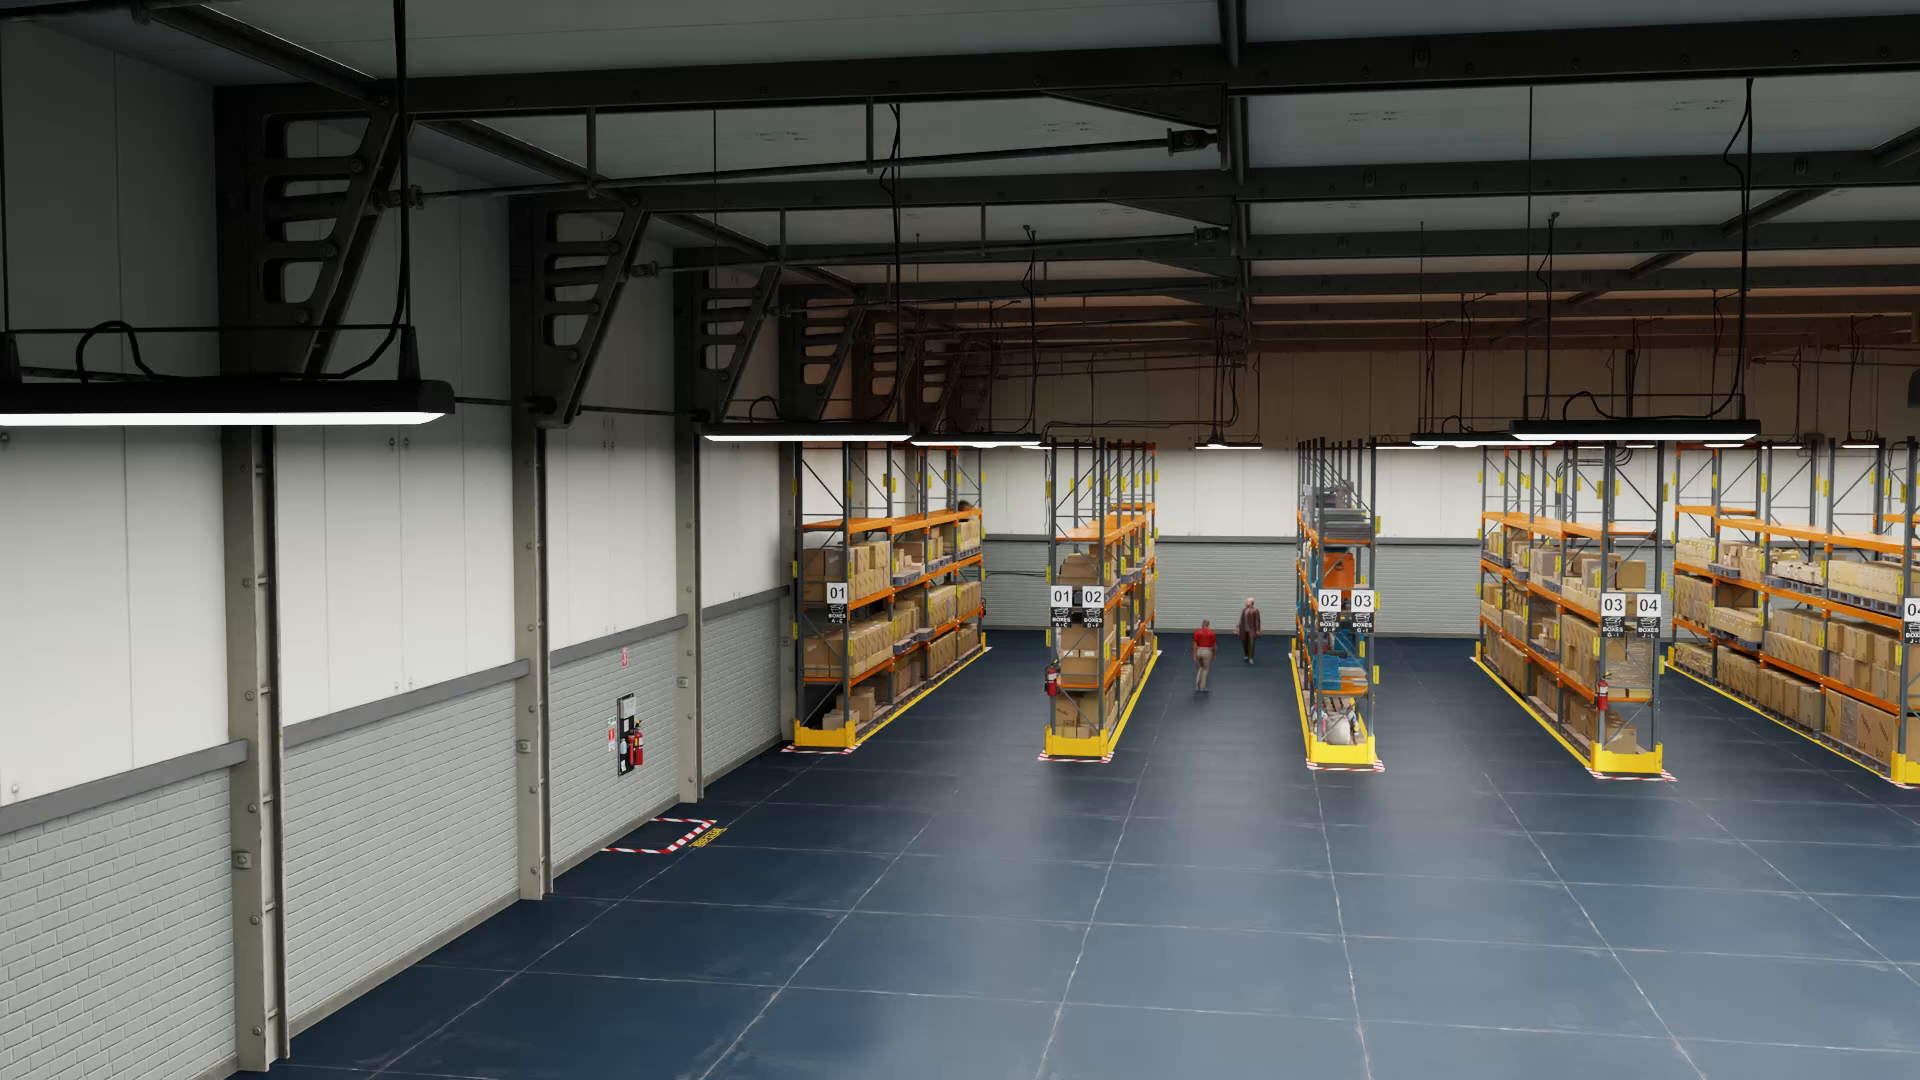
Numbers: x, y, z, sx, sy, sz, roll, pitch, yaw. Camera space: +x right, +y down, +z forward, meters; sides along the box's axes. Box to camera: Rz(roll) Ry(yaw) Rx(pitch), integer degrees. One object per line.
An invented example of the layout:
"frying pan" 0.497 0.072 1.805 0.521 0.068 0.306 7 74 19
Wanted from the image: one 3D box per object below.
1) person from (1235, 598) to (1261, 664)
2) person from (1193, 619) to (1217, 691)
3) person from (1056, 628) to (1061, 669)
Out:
"person" 7.813 2.449 45.188 0.694 1.733 1.037 1 3 16
"person" 5.881 2.761 39.740 0.499 1.756 0.525 -2 4 -40
"person" 2.628 2.503 43.961 0.456 1.780 0.659 -1 3 -10
